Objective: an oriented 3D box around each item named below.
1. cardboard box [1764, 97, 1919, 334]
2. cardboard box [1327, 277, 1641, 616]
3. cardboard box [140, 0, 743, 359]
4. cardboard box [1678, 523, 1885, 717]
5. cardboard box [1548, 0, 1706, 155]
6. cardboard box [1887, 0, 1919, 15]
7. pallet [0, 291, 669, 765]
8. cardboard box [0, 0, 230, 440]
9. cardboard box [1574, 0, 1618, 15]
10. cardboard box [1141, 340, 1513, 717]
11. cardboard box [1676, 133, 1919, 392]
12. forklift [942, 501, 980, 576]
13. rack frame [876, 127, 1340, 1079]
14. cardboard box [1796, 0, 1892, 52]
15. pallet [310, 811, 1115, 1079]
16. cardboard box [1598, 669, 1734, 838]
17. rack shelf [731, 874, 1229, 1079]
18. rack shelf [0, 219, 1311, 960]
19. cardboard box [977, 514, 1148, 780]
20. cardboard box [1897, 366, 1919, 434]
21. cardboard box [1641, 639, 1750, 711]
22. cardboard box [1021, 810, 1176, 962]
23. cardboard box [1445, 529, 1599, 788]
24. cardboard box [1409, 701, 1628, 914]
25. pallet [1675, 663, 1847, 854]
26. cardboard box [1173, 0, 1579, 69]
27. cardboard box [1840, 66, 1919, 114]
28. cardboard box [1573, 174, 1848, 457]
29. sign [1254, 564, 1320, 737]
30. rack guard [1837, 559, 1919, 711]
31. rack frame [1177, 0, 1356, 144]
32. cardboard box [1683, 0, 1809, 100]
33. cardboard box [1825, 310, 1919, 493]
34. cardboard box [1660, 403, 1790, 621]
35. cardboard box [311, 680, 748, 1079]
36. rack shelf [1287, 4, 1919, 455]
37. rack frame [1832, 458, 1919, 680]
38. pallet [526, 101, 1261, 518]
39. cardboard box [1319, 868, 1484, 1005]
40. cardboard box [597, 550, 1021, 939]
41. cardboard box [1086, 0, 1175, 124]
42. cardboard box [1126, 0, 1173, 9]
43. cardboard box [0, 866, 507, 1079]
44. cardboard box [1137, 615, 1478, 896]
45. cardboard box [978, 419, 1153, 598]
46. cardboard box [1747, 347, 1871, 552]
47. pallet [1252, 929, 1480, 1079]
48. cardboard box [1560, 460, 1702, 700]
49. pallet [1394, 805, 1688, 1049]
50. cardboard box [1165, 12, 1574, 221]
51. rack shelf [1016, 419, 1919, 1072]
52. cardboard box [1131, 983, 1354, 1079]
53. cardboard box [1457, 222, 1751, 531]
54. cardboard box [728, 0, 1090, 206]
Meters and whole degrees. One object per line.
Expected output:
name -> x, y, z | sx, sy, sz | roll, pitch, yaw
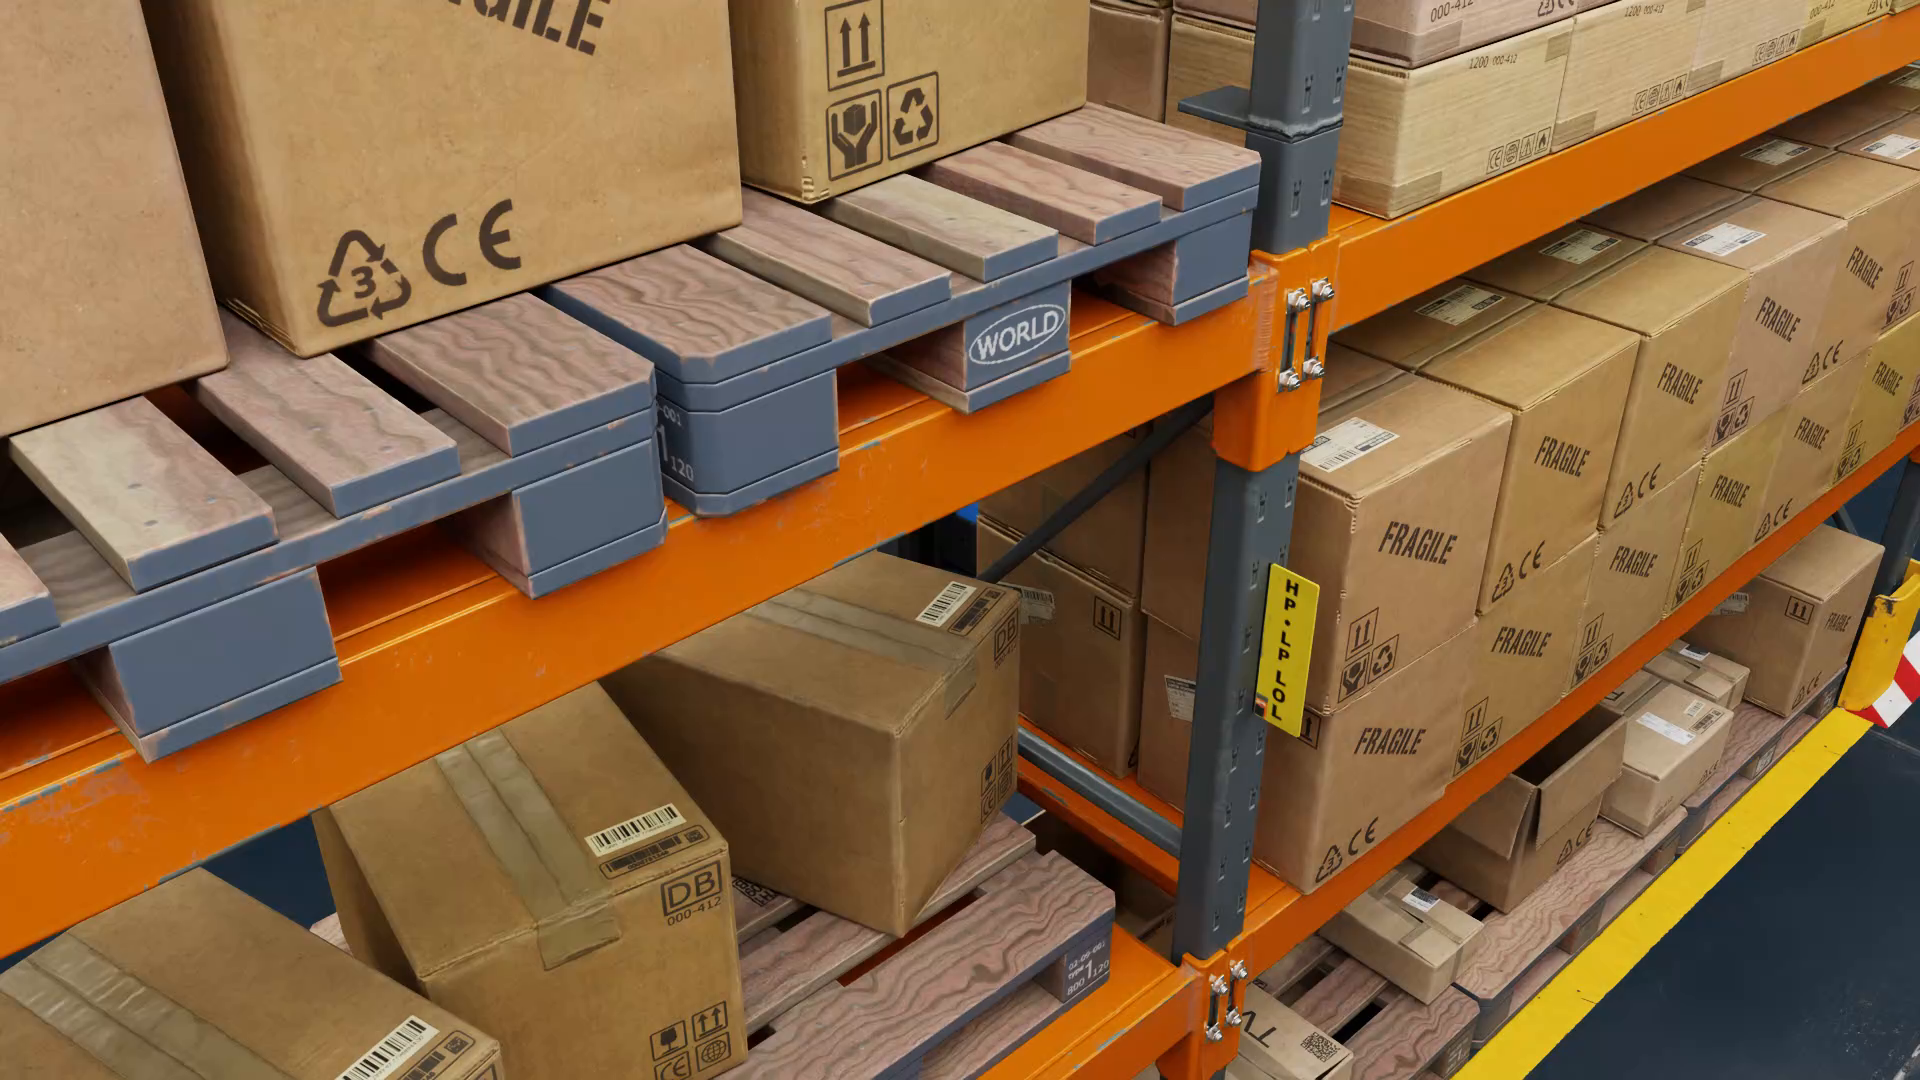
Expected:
cardboard box -> 2.620, -0.964, 4.897 | 0.500, 0.500, 0.500 | -25, 39, -34
cardboard box -> 1.111, -0.231, 3.698 | 0.500, 0.500, 0.500 | -27, 41, -37
cardboard box -> -0.698, -0.667, 1.996 | 0.600, 0.600, 0.600 | -26, 40, -36
cardboard box -> 2.898, 0.228, 5.976 | 0.500, 0.500, 0.500 | -26, 40, -35
cardboard box -> 1.090, -0.988, 3.259 | 0.500, 0.250, 0.500 | -26, 40, -35
cardboard box -> 2.200, -1.515, 4.120 | 0.500, 0.250, 0.500 | -26, 40, -35
pallet -> -1.088, -0.145, 1.916 | 1.003, 0.211, 1.213 | -26, 40, -35
cardboard box -> -1.200, -0.438, 1.622 | 0.600, 0.600, 0.600 | 27, 41, 37
cardboard box -> 1.087, -1.203, 3.132 | 0.500, 0.250, 0.500 | -26, 40, -35
cardboard box -> 0.733, -0.048, 3.398 | 0.500, 0.500, 0.500 | -25, 39, -34
cardboard box -> 2.243, -0.779, 4.594 | 0.500, 0.500, 0.500 | -25, 39, -34
forklift -> 0.963, -1.687, 7.199 | 1.130, 2.935, 3.031 | 27, 40, 36
rack frame -> 0.196, 0.481, 3.588 | 0.127, 3.000, 1.000 | -26, 40, -35
cardboard box -> 1.822, -1.344, 3.840 | 0.500, 0.250, 0.500 | -26, 40, -35
pallet -> -0.464, 0.805, 3.243 | 1.213, 0.211, 1.003 | -26, 40, -35
cardboard box -> 2.181, 0.660, 5.509 | 0.500, 0.250, 0.500 | -26, 40, -35
rack shelf -> -1.270, 1.497, 2.615 | 4.000, 0.370, 1.077 | -26, 40, -35
rack shelf -> -1.270, 0.218, 1.833 | 4.000, 0.370, 1.077 | -26, 40, -35
cardboard box -> 0.388, 0.163, 4.012 | 0.500, 0.500, 0.500 | -25, 39, -35
cardboard box -> 2.986, -0.717, 5.452 | 0.500, 0.500, 0.500 | -24, 39, -34
cardboard box -> 2.540, 0.480, 5.884 | 0.250, 0.166, 0.380 | -26, 40, -35
cardboard box -> 0.421, 1.049, 4.633 | 0.500, 0.500, 0.500 | -26, 40, -35
cardboard box -> 1.128, 0.179, 3.986 | 0.500, 0.500, 0.500 | -25, 39, -35
cardboard box -> 1.570, 0.690, 5.217 | 0.637, 0.503, 0.797 | -26, 40, -35
pallet -> 2.490, 0.562, 6.129 | 1.213, 0.211, 1.003 | -26, 40, -35
cardboard box -> 0.722, -1.025, 2.841 | 0.500, 0.250, 0.500 | -26, 40, -35
cardboard box -> 2.990, -1.144, 5.191 | 0.500, 0.500, 0.500 | -26, 40, -36
cardboard box -> 1.866, -0.596, 4.296 | 0.500, 0.500, 0.500 | -24, 39, -34
sign -> 0.576, 0.198, 2.941 | 0.005, 0.325, 0.100 | -26, 40, -35
rack guard -> 3.073, 0.156, 6.516 | 0.348, 0.500, 1.175 | -26, 40, -35
rack frame -> 0.196, -2.078, 2.023 | 0.127, 3.000, 1.000 | -26, 40, -35
cardboard box -> 1.458, -1.165, 3.548 | 0.500, 0.250, 0.500 | -26, 40, -35
cardboard box -> 2.608, -0.532, 5.149 | 0.500, 0.500, 0.500 | -25, 40, -35
cardboard box -> 1.869, -0.178, 4.571 | 0.500, 0.500, 0.500 | -26, 40, -36
cardboard box -> -0.765, 0.610, 2.879 | 0.500, 0.500, 0.700 | -19, 36, -28
rack shelf -> 1.663, -1.201, 4.153 | 4.000, 0.370, 1.077 | -26, 40, -35
rack frame -> 3.129, -0.938, 5.908 | 0.127, 3.000, 1.000 | -26, 40, -35
pallet -> -0.330, -0.514, 2.520 | 1.003, 0.211, 1.213 | -26, 40, -35
cardboard box -> 1.278, 1.125, 4.828 | 0.250, 0.166, 0.380 | -26, 40, -35
cardboard box -> -0.303, 0.342, 3.317 | 0.700, 0.500, 0.500 | 15, 35, 23
cardboard box -> 0.372, -1.009, 3.293 | 0.500, 0.250, 0.500 | -26, 40, -35
cardboard box -> 0.368, -1.224, 3.166 | 0.500, 0.250, 0.500 | -26, 40, -35
cardboard box -> -1.057, 0.910, 2.389 | 0.700, 0.500, 0.500 | 18, 36, 27
cardboard box -> 0.755, 0.362, 3.687 | 0.500, 0.500, 0.500 | -25, 39, -34
cardboard box -> 0.391, -0.266, 3.756 | 0.500, 0.500, 0.500 | -26, 40, -35
cardboard box -> 2.238, -0.357, 4.863 | 0.500, 0.500, 0.500 | -25, 40, -35
pallet -> 0.700, 1.428, 4.713 | 1.213, 0.211, 1.003 | -26, 40, -35
cardboard box -> 1.497, 0.003, 4.275 | 0.500, 0.500, 0.500 | -26, 40, -36
pallet -> 1.595, 0.993, 5.424 | 1.213, 0.211, 1.003 | -26, 40, -35
cardboard box -> 0.721, -0.812, 2.972 | 0.500, 0.250, 0.500 | -26, 40, -35
rack shelf -> 1.663, 0.079, 4.936 | 4.000, 0.370, 1.077 | -26, 40, -35
cardboard box -> 0.651, 1.374, 4.283 | 0.500, 0.311, 0.500 | -26, 40, -35
cardboard box -> 1.488, -0.413, 3.996 | 0.500, 0.500, 0.500 | -27, 41, -37
cardboard box -> -0.223, -0.913, 2.397 | 0.600, 0.600, 0.600 | 25, 39, 35
